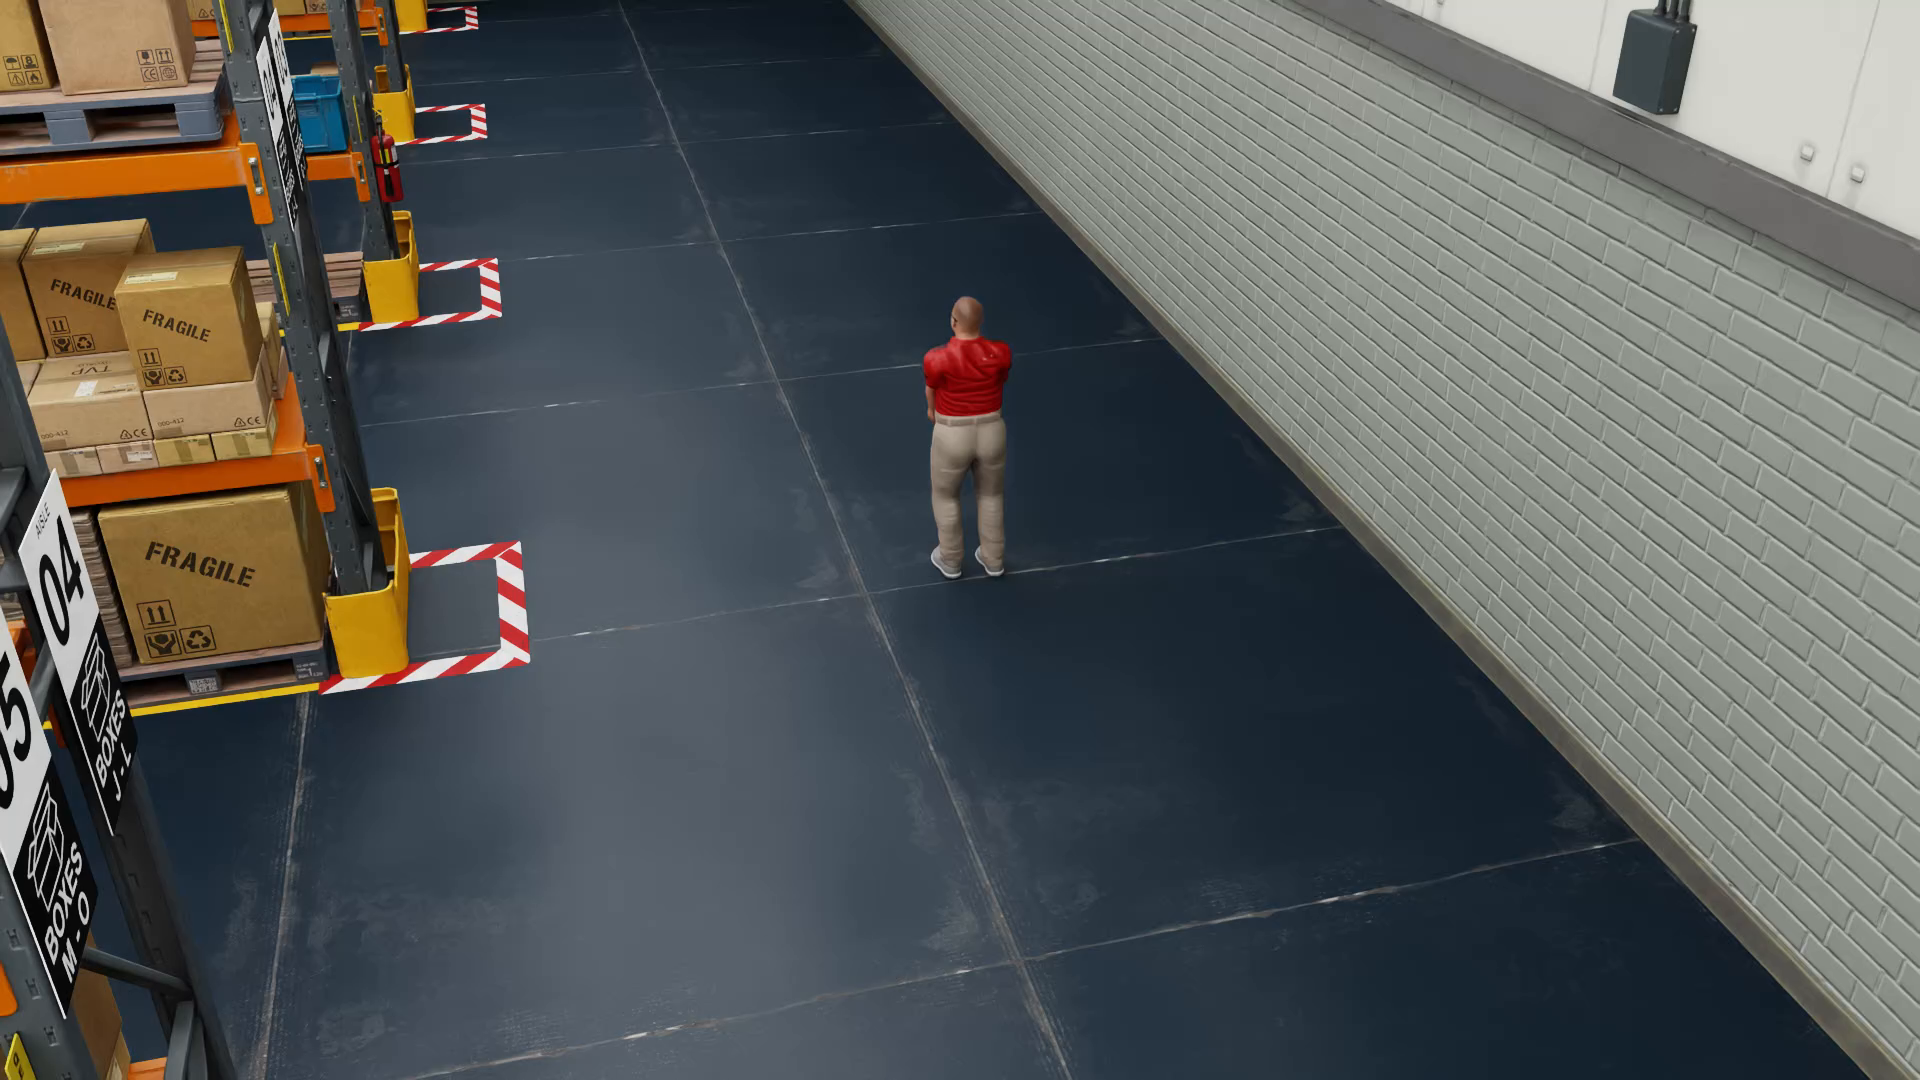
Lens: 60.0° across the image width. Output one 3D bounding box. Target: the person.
[{"bbox_3d":[0.013,-0.605,9.314,0.493,1.719,0.538,-7,31,-13],"label":"person"}]
